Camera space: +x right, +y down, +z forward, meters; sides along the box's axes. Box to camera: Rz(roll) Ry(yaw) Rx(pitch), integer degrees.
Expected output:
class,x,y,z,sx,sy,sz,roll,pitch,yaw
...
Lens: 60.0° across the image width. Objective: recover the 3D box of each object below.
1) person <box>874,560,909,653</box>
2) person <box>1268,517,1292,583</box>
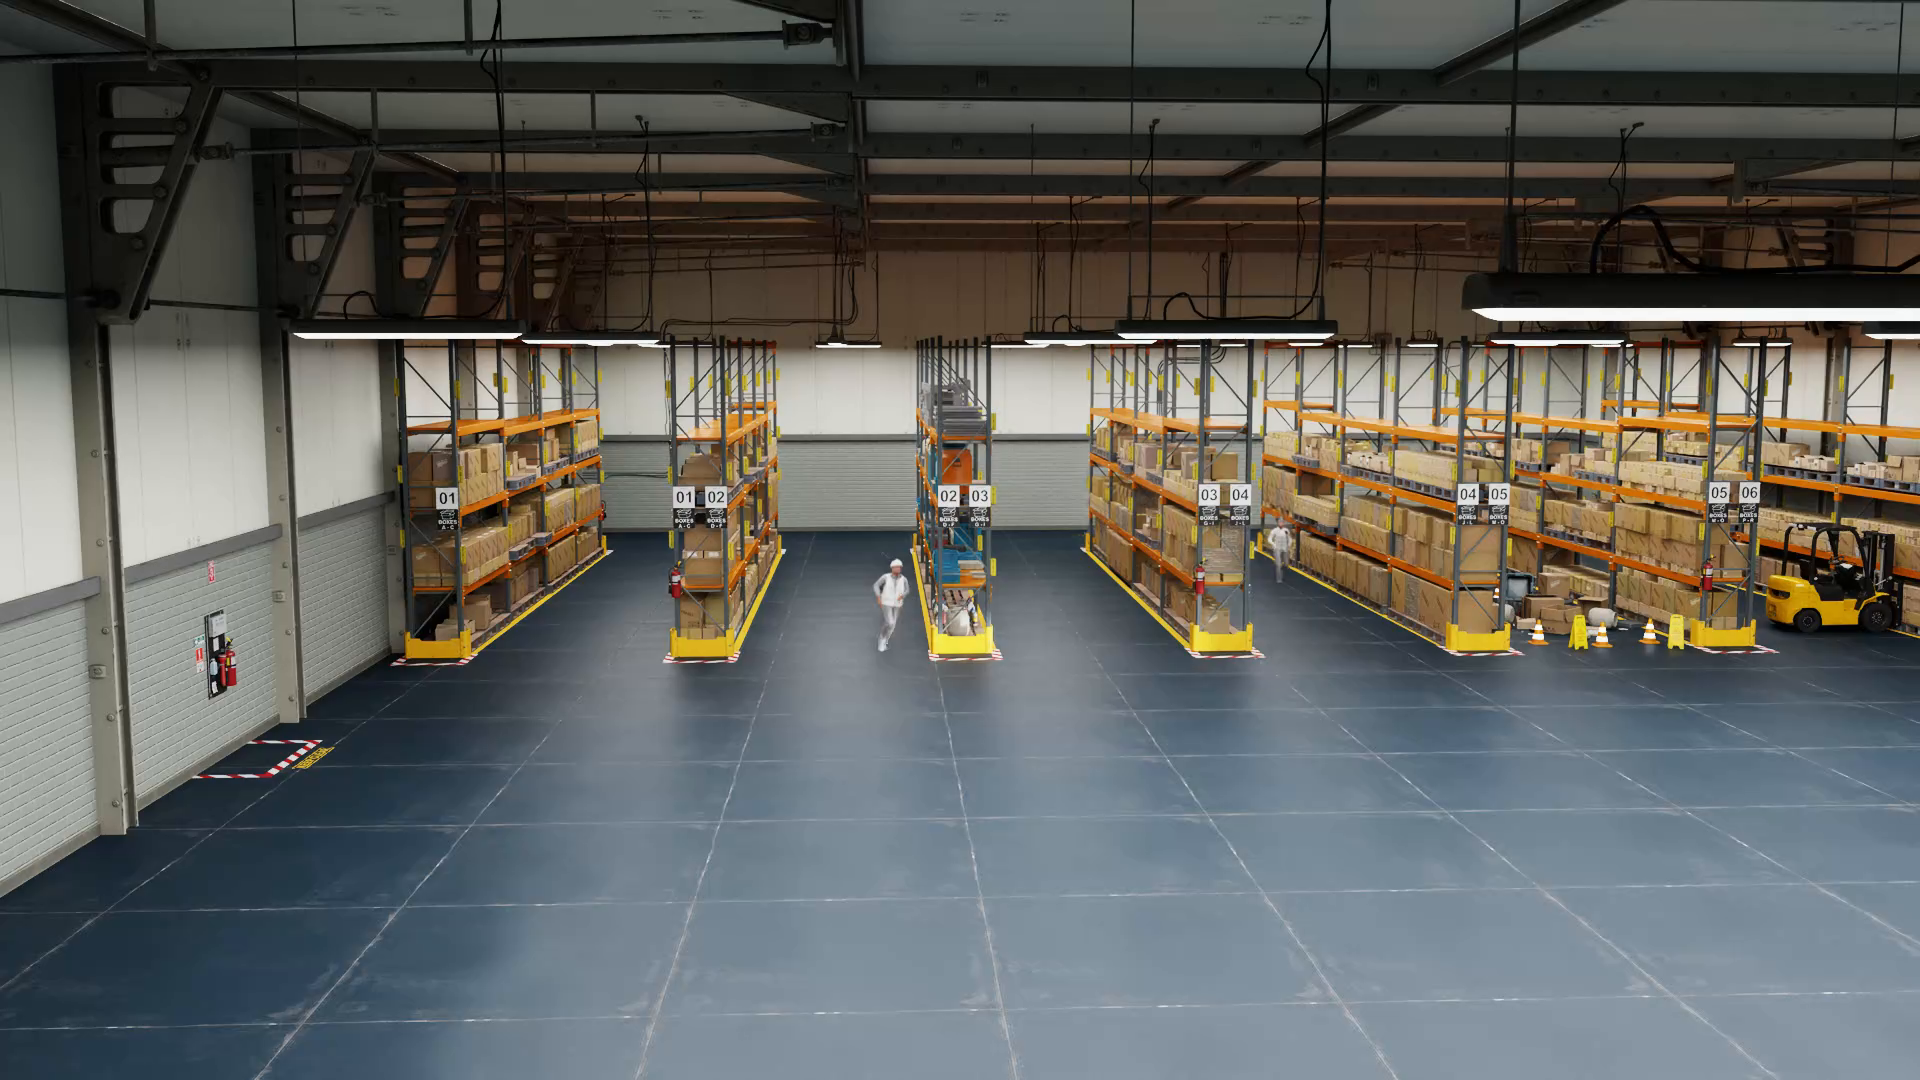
class,x,y,z,sx,sy,sz,roll,pitch,yaw
person,-1.297,1.254,31.833,0.657,1.763,0.664,-3,7,-24
person,7.918,0.241,41.068,0.610,1.648,0.534,0,6,-3
